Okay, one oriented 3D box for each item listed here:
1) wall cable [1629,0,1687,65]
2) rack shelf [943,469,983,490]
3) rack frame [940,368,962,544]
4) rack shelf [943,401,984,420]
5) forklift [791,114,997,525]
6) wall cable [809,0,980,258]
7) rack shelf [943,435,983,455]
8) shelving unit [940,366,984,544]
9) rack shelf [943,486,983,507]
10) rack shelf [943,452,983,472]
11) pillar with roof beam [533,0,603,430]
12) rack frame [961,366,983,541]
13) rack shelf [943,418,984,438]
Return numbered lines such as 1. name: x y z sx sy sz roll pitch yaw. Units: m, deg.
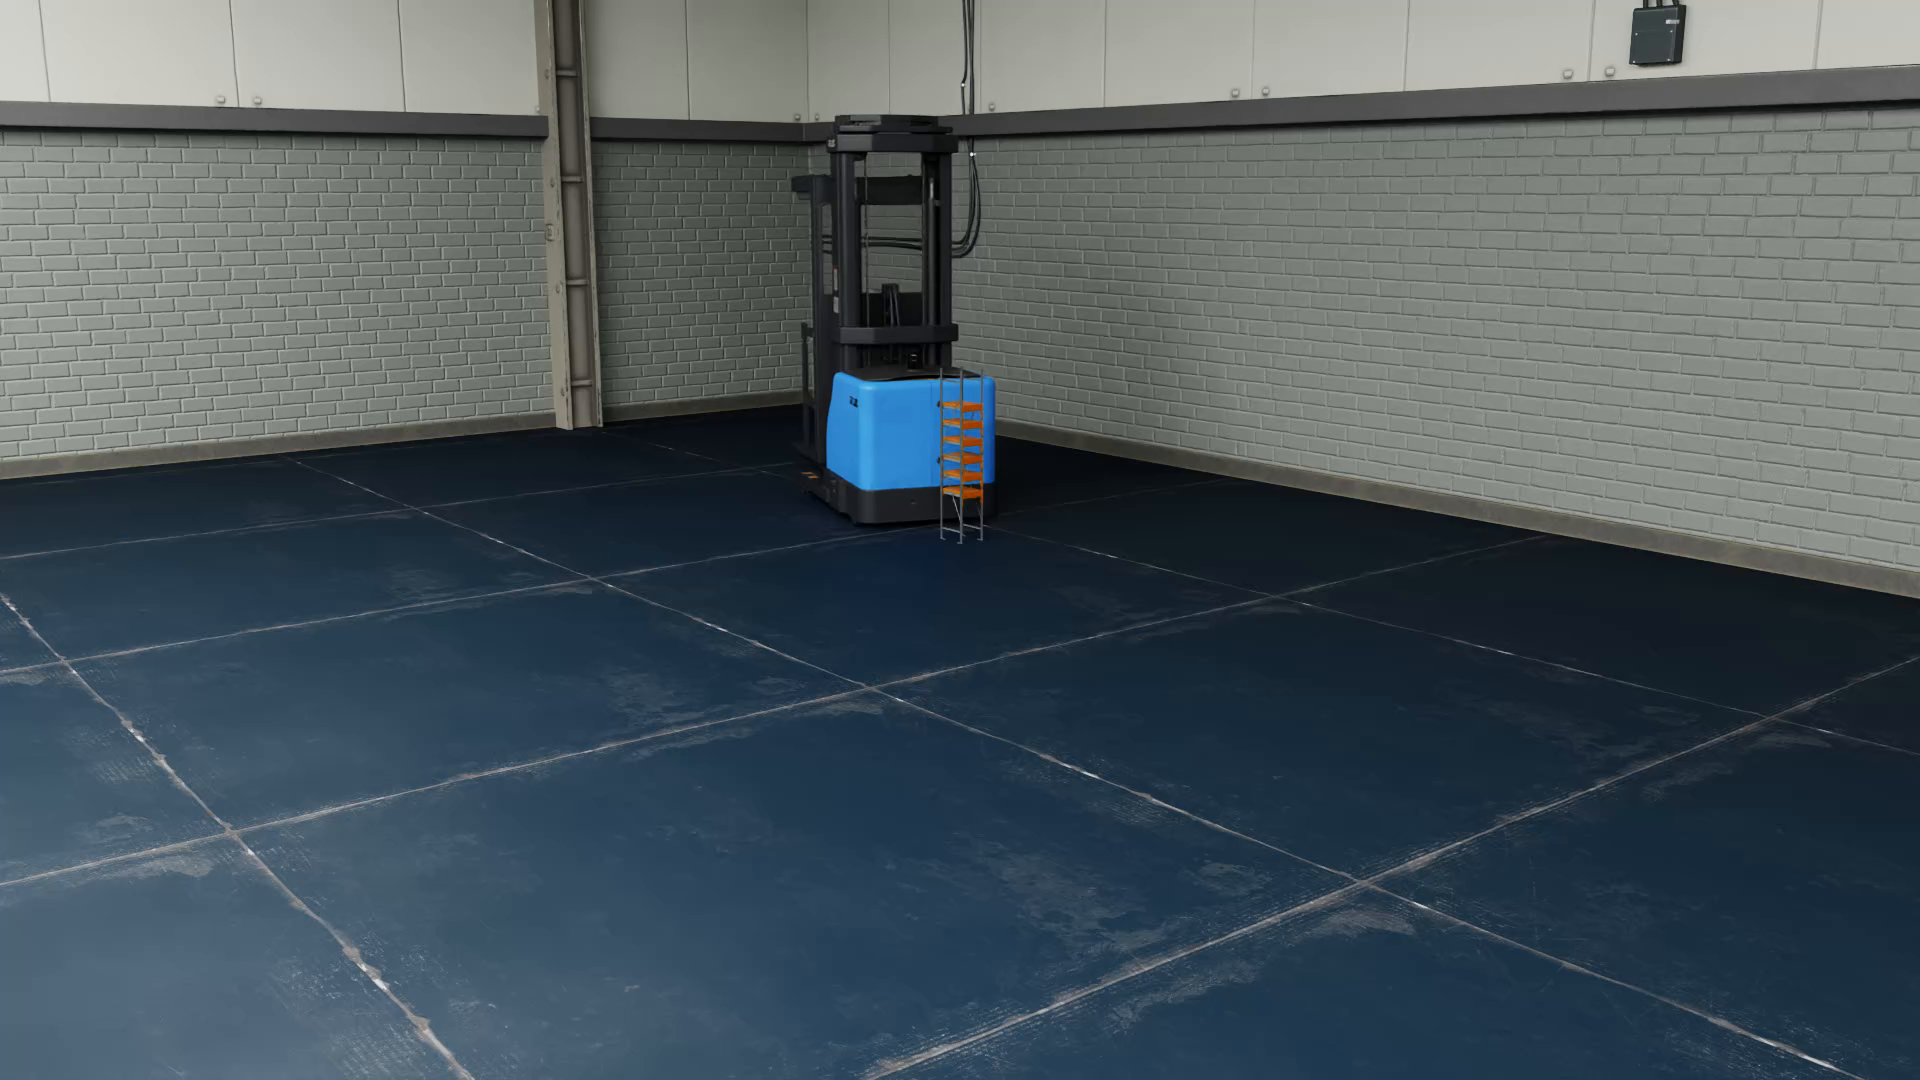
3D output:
1. wall cable: 5.120 -5.863 9.386 0.169 6.003 2.305 -9 15 -38
2. rack shelf: 0.011 -0.428 11.547 0.180 0.103 0.258 -9 15 -38
3. rack frame: -0.060 -0.577 11.457 0.006 1.200 0.240 -9 15 -38
4. rack shelf: 0.011 -0.897 11.447 0.180 0.103 0.258 -9 15 -38
5. forklift: -0.680 -1.805 13.075 1.130 2.935 3.031 -4 13 -18
6. wall cable: -0.798 -4.222 17.323 0.112 2.526 3.097 -9 15 -38
7. rack shelf: 0.011 -0.663 11.497 0.180 0.103 0.258 -9 15 -38
8. shelving unit: 0.011 -0.589 11.513 0.189 1.200 0.258 -9 15 -38
9. rack shelf: 0.011 -0.311 11.572 0.180 0.103 0.258 -9 15 -38
10. rack shelf: 0.011 -0.545 11.522 0.180 0.103 0.258 -9 15 -38
11. pillar with roof beam: -1.235 -4.875 12.922 0.400 9.000 9.100 -9 15 -38
12. rack frame: 0.083 -0.601 11.569 0.006 1.200 0.240 -9 15 -38
13. rack shelf: 0.011 -0.780 11.472 0.180 0.103 0.258 -9 15 -38
